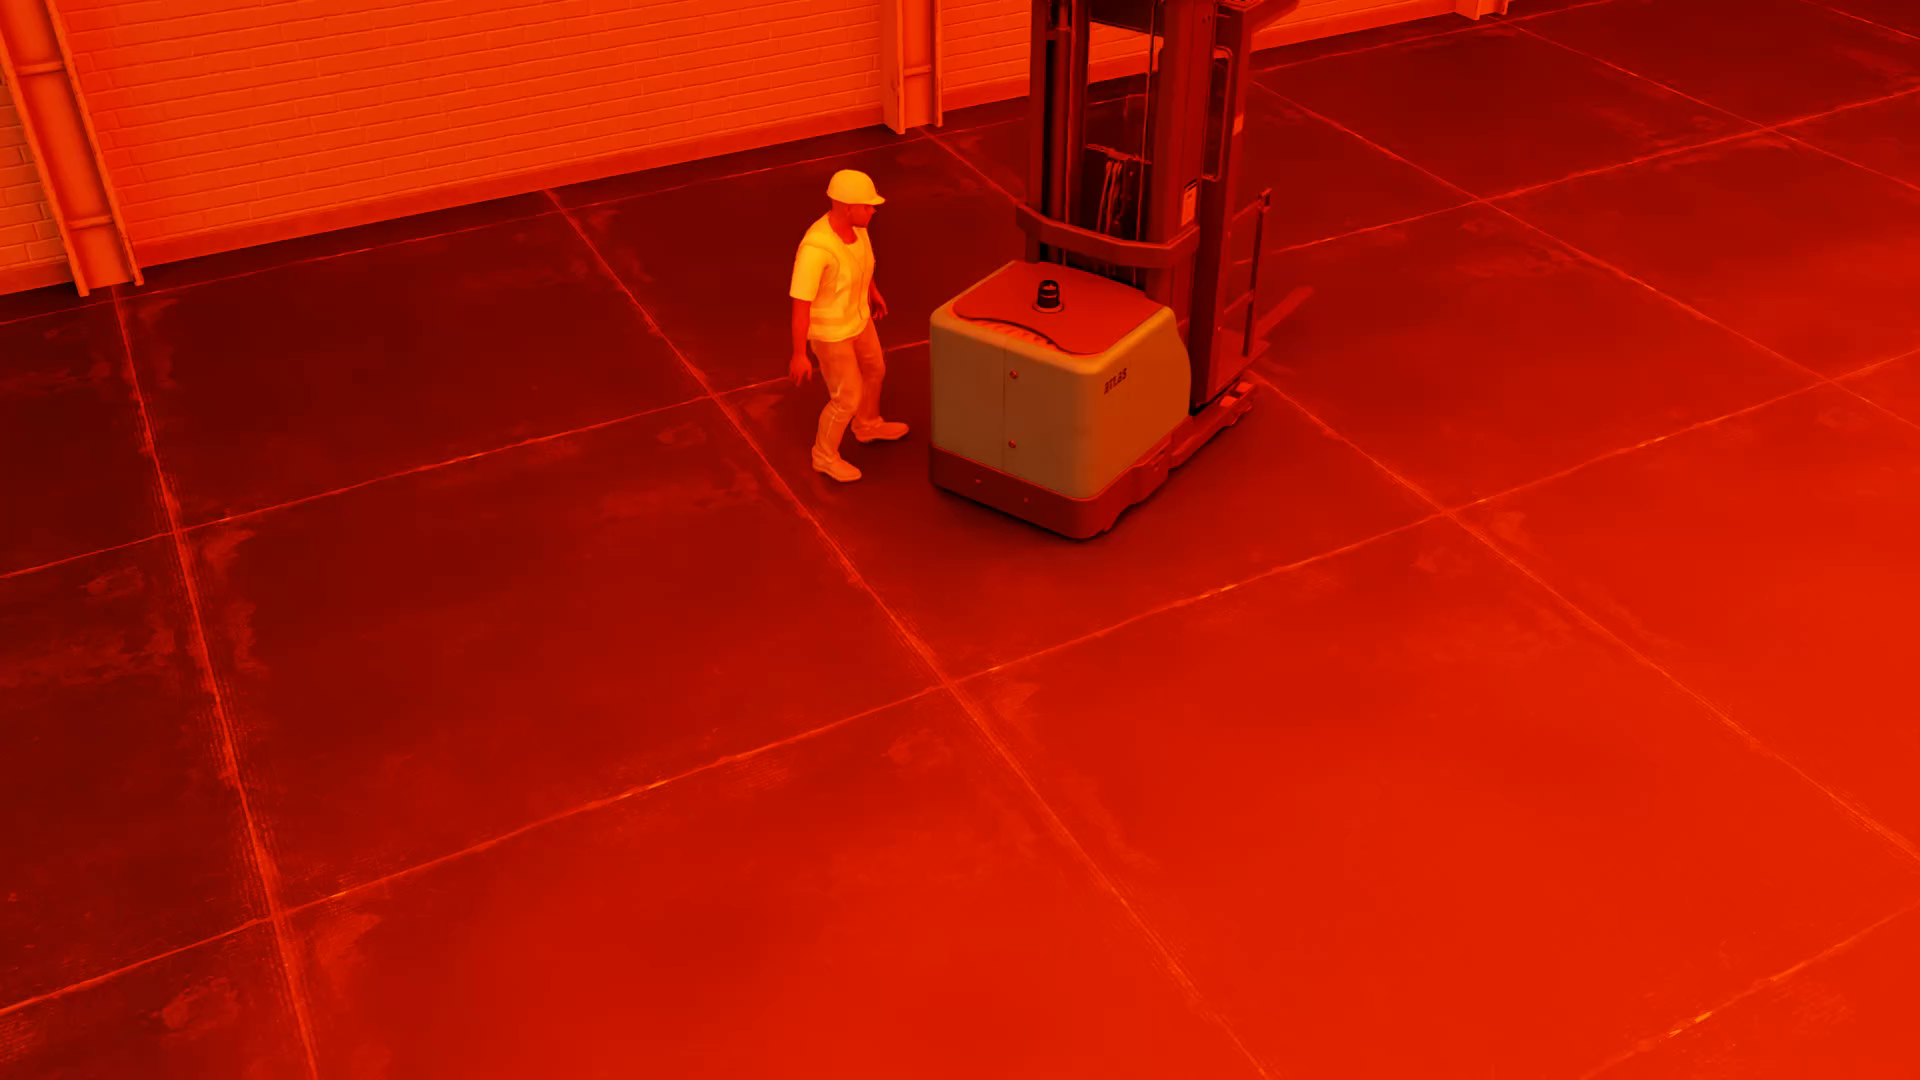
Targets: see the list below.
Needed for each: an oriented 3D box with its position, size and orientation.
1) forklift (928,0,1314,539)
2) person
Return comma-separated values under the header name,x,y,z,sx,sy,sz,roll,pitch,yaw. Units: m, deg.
name,x,y,z,sx,sy,sz,roll,pitch,yaw
forklift,1.092,-2.006,8.961,1.130,2.935,3.031,22,41,28
person,-0.590,-1.136,8.766,0.431,1.735,0.850,13,37,17
